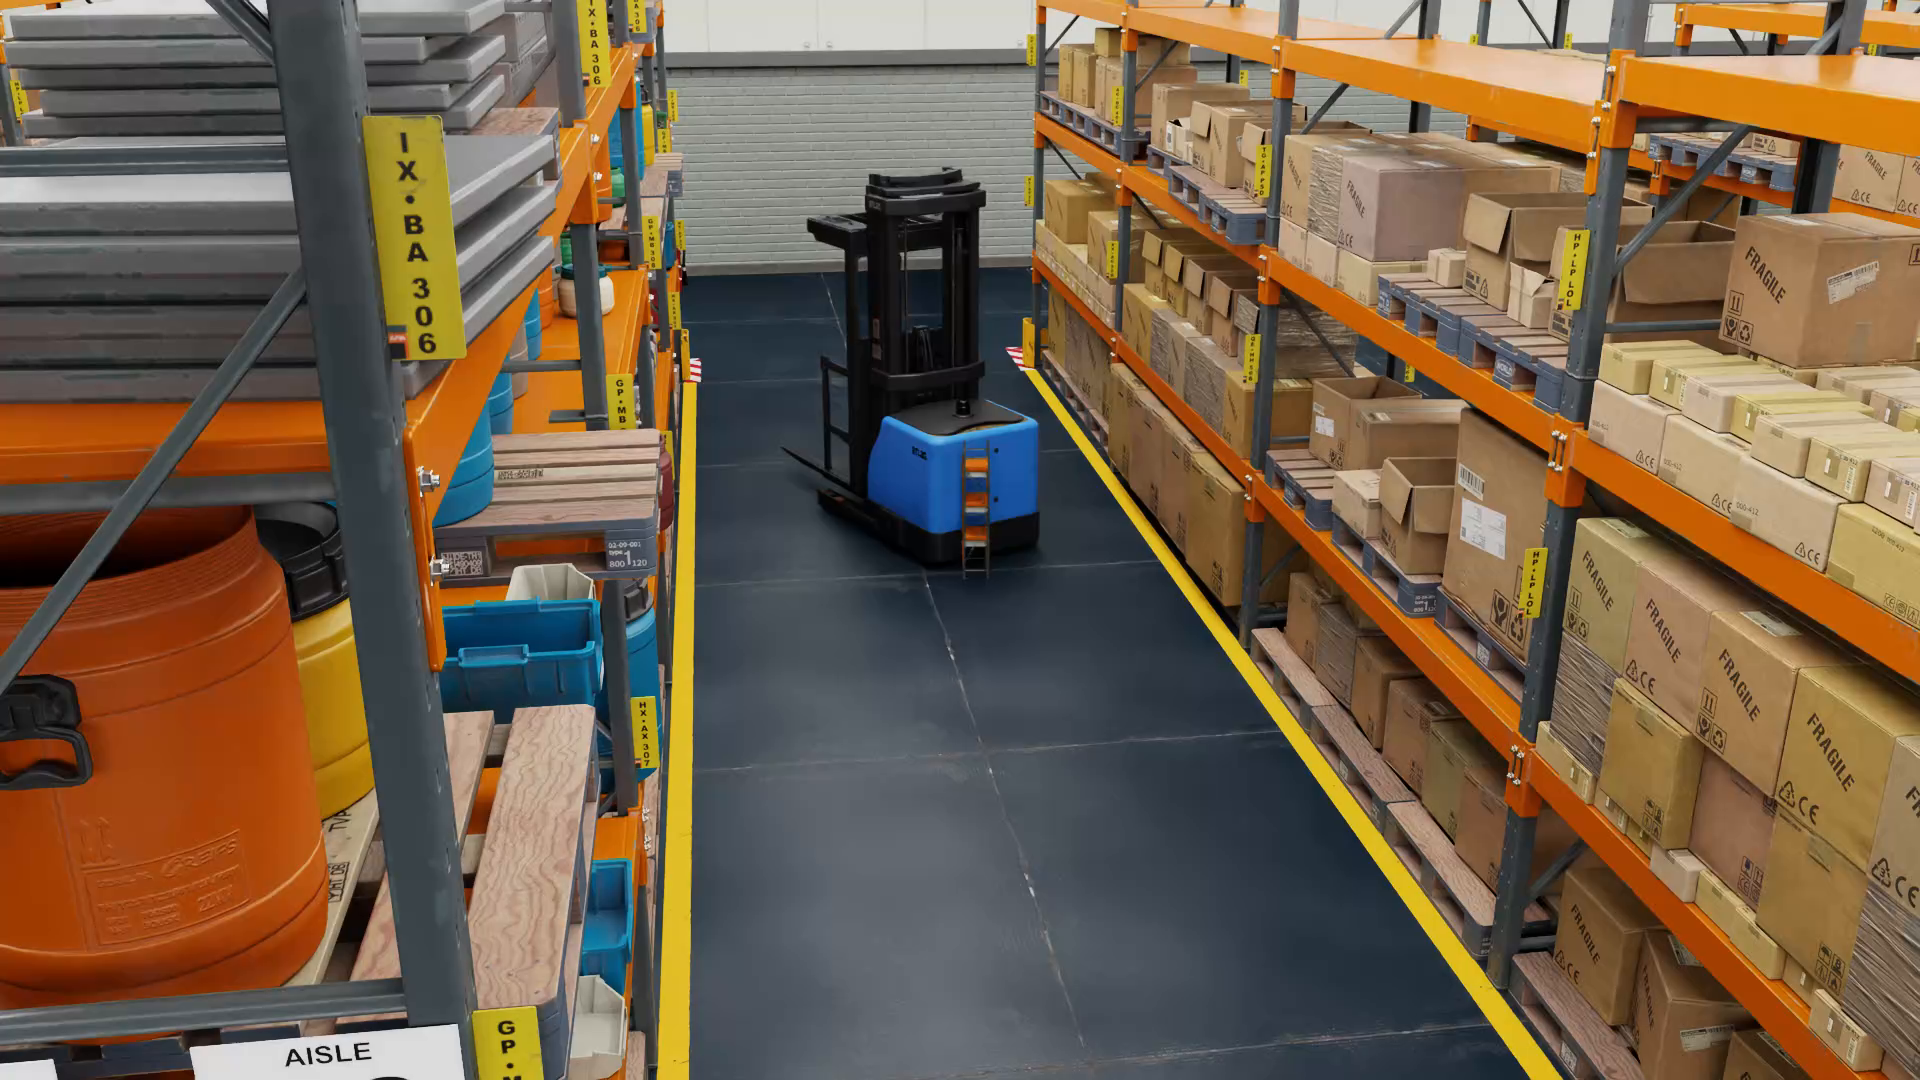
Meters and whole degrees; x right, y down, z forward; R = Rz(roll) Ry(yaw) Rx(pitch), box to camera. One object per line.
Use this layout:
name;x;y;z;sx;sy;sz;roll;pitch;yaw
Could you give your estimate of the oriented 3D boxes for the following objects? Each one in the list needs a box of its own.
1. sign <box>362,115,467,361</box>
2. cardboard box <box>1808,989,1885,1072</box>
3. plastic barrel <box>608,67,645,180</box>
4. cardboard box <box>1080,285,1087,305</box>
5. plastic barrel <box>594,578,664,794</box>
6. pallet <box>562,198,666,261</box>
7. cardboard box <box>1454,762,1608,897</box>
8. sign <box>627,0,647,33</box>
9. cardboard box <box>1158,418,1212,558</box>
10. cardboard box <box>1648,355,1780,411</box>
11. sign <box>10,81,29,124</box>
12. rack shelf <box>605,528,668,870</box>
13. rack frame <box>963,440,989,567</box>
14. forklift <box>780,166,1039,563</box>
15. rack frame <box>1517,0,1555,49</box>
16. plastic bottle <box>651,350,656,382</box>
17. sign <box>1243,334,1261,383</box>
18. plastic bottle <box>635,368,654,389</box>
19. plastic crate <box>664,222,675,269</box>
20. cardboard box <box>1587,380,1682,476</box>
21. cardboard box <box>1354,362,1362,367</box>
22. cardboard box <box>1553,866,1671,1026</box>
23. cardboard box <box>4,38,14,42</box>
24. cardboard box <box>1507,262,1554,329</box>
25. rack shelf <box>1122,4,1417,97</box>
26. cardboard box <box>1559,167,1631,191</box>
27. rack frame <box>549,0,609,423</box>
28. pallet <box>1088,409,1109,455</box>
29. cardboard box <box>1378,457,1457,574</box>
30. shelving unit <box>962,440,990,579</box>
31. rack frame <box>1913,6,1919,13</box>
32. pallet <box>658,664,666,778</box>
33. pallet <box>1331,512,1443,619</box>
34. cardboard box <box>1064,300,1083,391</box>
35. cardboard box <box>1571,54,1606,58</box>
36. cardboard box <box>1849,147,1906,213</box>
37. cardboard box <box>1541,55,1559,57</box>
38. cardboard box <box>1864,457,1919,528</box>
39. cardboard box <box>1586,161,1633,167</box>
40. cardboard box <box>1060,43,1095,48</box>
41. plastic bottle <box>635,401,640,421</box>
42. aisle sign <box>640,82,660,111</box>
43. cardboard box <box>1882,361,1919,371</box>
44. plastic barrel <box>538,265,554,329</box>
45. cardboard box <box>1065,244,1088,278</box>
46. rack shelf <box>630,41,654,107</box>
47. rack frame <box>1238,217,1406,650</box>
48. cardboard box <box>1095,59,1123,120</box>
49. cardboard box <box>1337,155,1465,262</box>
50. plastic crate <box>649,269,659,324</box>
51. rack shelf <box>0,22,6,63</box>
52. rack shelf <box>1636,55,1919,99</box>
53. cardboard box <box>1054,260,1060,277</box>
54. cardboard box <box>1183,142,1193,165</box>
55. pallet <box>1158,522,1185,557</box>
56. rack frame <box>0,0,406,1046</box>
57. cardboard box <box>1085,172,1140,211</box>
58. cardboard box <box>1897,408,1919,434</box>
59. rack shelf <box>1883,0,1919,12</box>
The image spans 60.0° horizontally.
sign;-0.729;-0.401;2.227;0.100;0.325;0.005;-3;21;-8
cardboard box;3.062;1.603;5.495;0.380;0.149;0.250;-3;21;-8
plastic barrel;-2.606;-3.071;12.046;0.600;0.901;0.708;-3;21;-8
cardboard box;1.381;-2.394;16.199;0.380;0.149;0.250;-3;21;-7
plastic barrel;-1.606;0.569;7.189;0.600;0.901;0.708;-3;21;-8
pallet;-2.441;-2.019;10.816;1.003;0.211;1.213;-3;21;-8
cardboard box;2.984;1.454;8.479;0.700;0.500;0.500;-5;21;-12
sign;-1.884;-3.121;9.673;0.100;0.325;0.005;-3;21;-8
cardboard box;2.274;-0.432;13.023;1.225;0.875;0.875;-3;21;-8
cardboard box;2.898;-0.602;6.398;0.380;0.149;0.250;-4;21;-10
sign;-7.357;-3.430;13.022;0.100;0.325;0.005;-3;21;-8
rack shelf;-2.139;0.597;8.858;1.077;0.370;4.000;-3;21;-8
rack frame;0.124;-0.276;12.955;0.200;1.050;0.008;0;20;0
forklift;-0.575;-1.659;13.970;1.130;2.935;3.031;-13;24;-30
rack frame;6.240;-6.477;18.197;0.949;2.616;0.053;-3;21;-8
plastic bottle;-2.521;-1.428;13.323;0.144;0.351;0.185;-3;21;-8
sign;1.925;-1.195;10.974;0.100;0.325;0.005;-3;21;-8
plastic bottle;-2.449;-1.211;12.848;0.152;0.276;0.135;-3;21;-8
plastic crate;-3.347;-3.140;17.700;0.616;0.435;0.499;-3;21;-8
cardboard box;2.862;-0.463;6.596;0.500;0.250;0.500;-4;21;-10
cardboard box;2.597;-1.089;12.202;0.500;0.500;0.500;-3;21;-9
cardboard box;3.069;1.818;7.534;0.500;0.500;0.500;-4;21;-9
cardboard box;-8.246;-4.174;14.745;0.700;0.500;0.500;-3;21;-8
cardboard box;2.816;-1.156;7.830;0.396;0.266;0.258;-2;21;-6
rack shelf;2.186;-3.660;12.255;1.077;0.370;4.000;-3;21;-8
cardboard box;6.345;-3.442;16.648;0.500;0.500;0.500;-2;21;-6
rack frame;-1.851;-1.857;5.828;1.000;3.000;0.127;-3;21;-8
pallet;1.865;-1.028;16.166;1.003;0.211;1.213;-3;21;-8
cardboard box;2.709;-0.138;9.050;0.797;0.503;0.637;-1;20;-2
shelving unit;0.124;-0.233;12.840;0.215;1.050;0.252;0;20;0
rack frame;11.131;-6.762;18.960;0.949;2.616;0.053;-3;21;-8
pallet;-2.354;1.144;10.350;1.003;0.211;1.213;-3;21;-8
pallet;2.800;0.091;9.459;1.003;0.211;1.213;-3;21;-8
cardboard box;1.624;-2.120;17.543;0.875;0.875;0.875;-3;21;-8
cardboard box;6.704;-5.057;17.613;0.380;0.149;0.250;-3;21;-7
cardboard box;6.978;-2.706;12.245;0.500;0.500;0.500;-3;21;-8
cardboard box;6.085;-5.028;17.534;0.380;0.149;0.250;-3;21;-7
cardboard box;3.089;-0.154;5.198;0.380;0.149;0.250;-2;21;-6
cardboard box;6.792;-3.638;17.171;0.500;0.500;0.500;-4;21;-10
cardboard box;1.449;-4.970;17.563;0.700;0.500;0.500;-4;21;-11
plastic bottle;-2.278;-0.866;11.931;0.097;0.271;0.097;0;20;0
aisle sign;-3.301;-4.459;17.653;0.394;0.787;0.004;-3;21;-8
cardboard box;6.875;-1.263;12.146;0.380;0.149;0.250;-2;21;-7
plastic barrel;-2.429;-1.517;8.589;0.600;0.830;0.708;-3;21;-8
cardboard box;1.354;-2.807;16.733;0.500;0.250;0.500;-3;21;-9
rack shelf;-2.715;-3.411;11.586;1.077;0.370;4.000;-3;21;-8
rack frame;2.474;-0.682;11.255;1.000;3.000;0.127;-3;21;-8
cardboard box;1.652;-4.217;15.546;0.700;0.500;0.500;-2;21;-5
cardboard box;2.436;-1.843;9.218;0.500;0.500;0.500;-4;21;-9
plastic crate;-2.884;-2.197;15.134;0.402;0.464;0.583;-3;21;-8
rack shelf;-7.618;-3.162;10.921;1.077;0.370;4.000;-3;21;-8
rack shelf;3.339;-1.168;4.735;0.919;0.124;3.809;-3;21;-8
cardboard box;1.196;-2.839;17.389;0.380;0.149;0.250;-3;21;-9
cardboard box;1.964;-3.028;13.008;0.380;0.149;0.250;-4;21;-10
pallet;2.262;-0.074;13.612;1.003;0.211;1.213;-3;21;-8
rack frame;-1.271;-0.473;2.121;0.949;2.616;0.053;-3;21;-8
cardboard box;1.651;-3.717;18.098;0.500;0.500;0.500;-3;21;-7
cardboard box;3.483;-0.354;5.733;0.380;0.149;0.250;-2;21;-6
rack shelf;11.416;-5.545;17.301;1.077;0.370;4.000;-3;21;-8
